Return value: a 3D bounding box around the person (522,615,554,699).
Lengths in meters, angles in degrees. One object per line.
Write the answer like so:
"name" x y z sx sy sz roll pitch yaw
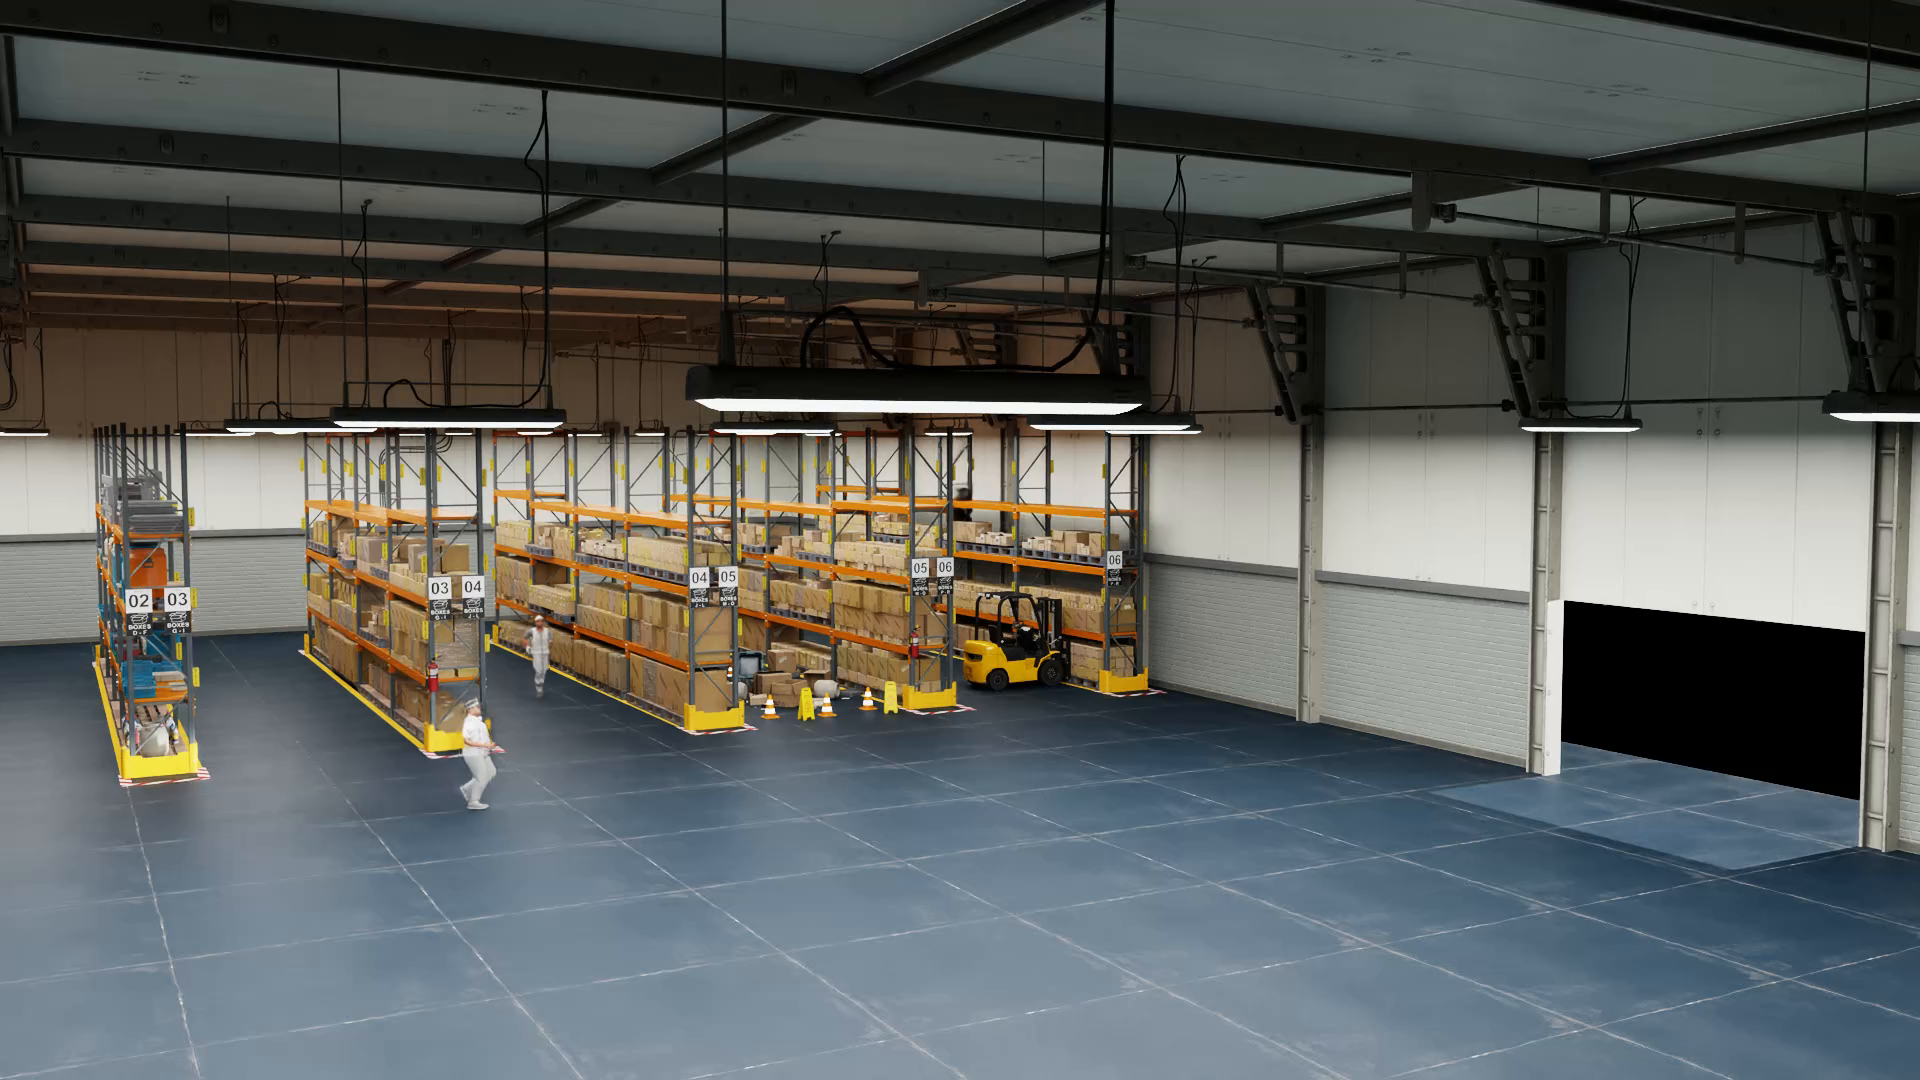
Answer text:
"person" -9.327 2.592 36.940 0.631 1.844 0.735 -2 4 -33

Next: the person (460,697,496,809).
"person" -7.445 3.291 25.722 0.594 1.734 0.657 0 3 -2
